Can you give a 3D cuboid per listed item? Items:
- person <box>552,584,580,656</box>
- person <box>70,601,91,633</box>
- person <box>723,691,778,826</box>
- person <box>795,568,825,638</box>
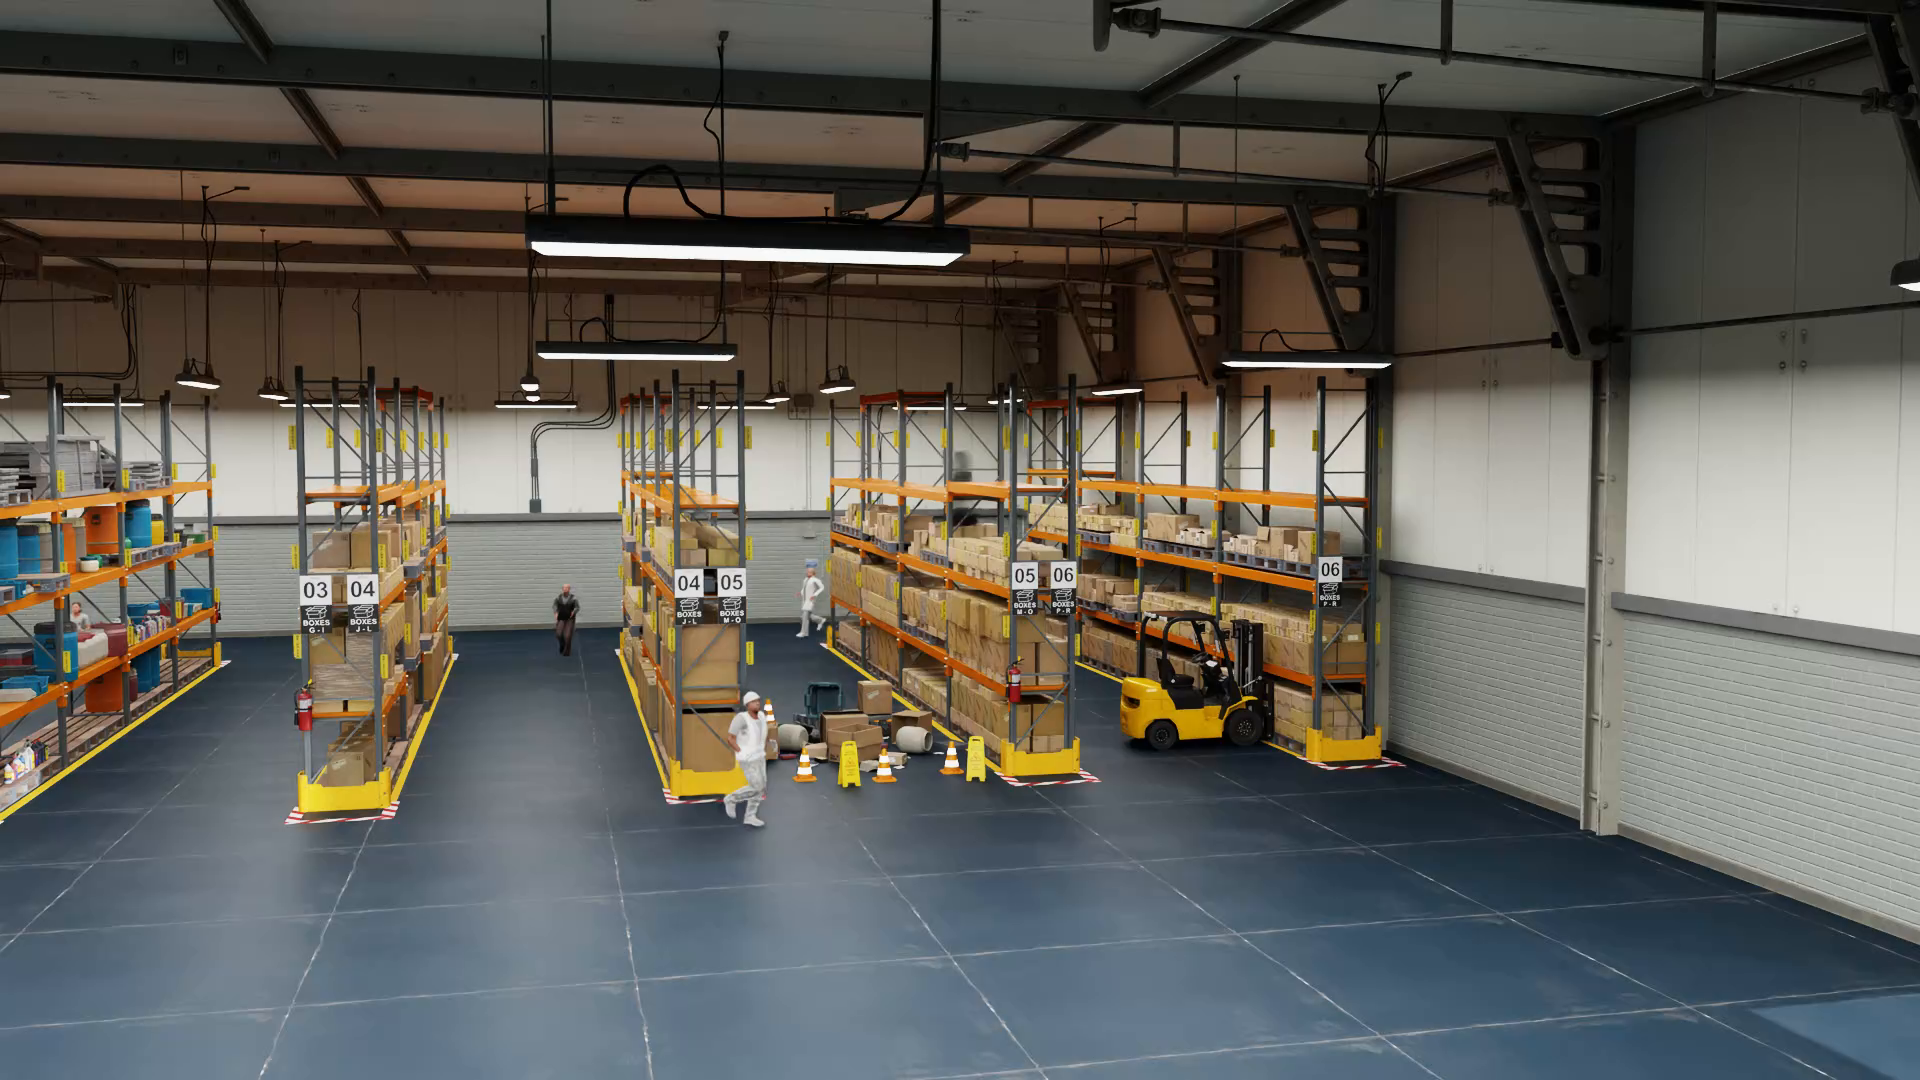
[{"bbox_3d":[-9.147,1.857,38.556,0.639,1.677,0.567,0,3,-6],"label":"person"},{"bbox_3d":[-18.373,2.121,34.648,0.497,1.716,0.865,-1,4,-23],"label":"person"},{"bbox_3d":[-2.721,2.841,21.688,0.640,1.749,0.672,2,4,29],"label":"person"},{"bbox_3d":[-3.807,1.591,42.578,0.918,1.764,0.711,-3,4,-37],"label":"person"}]
